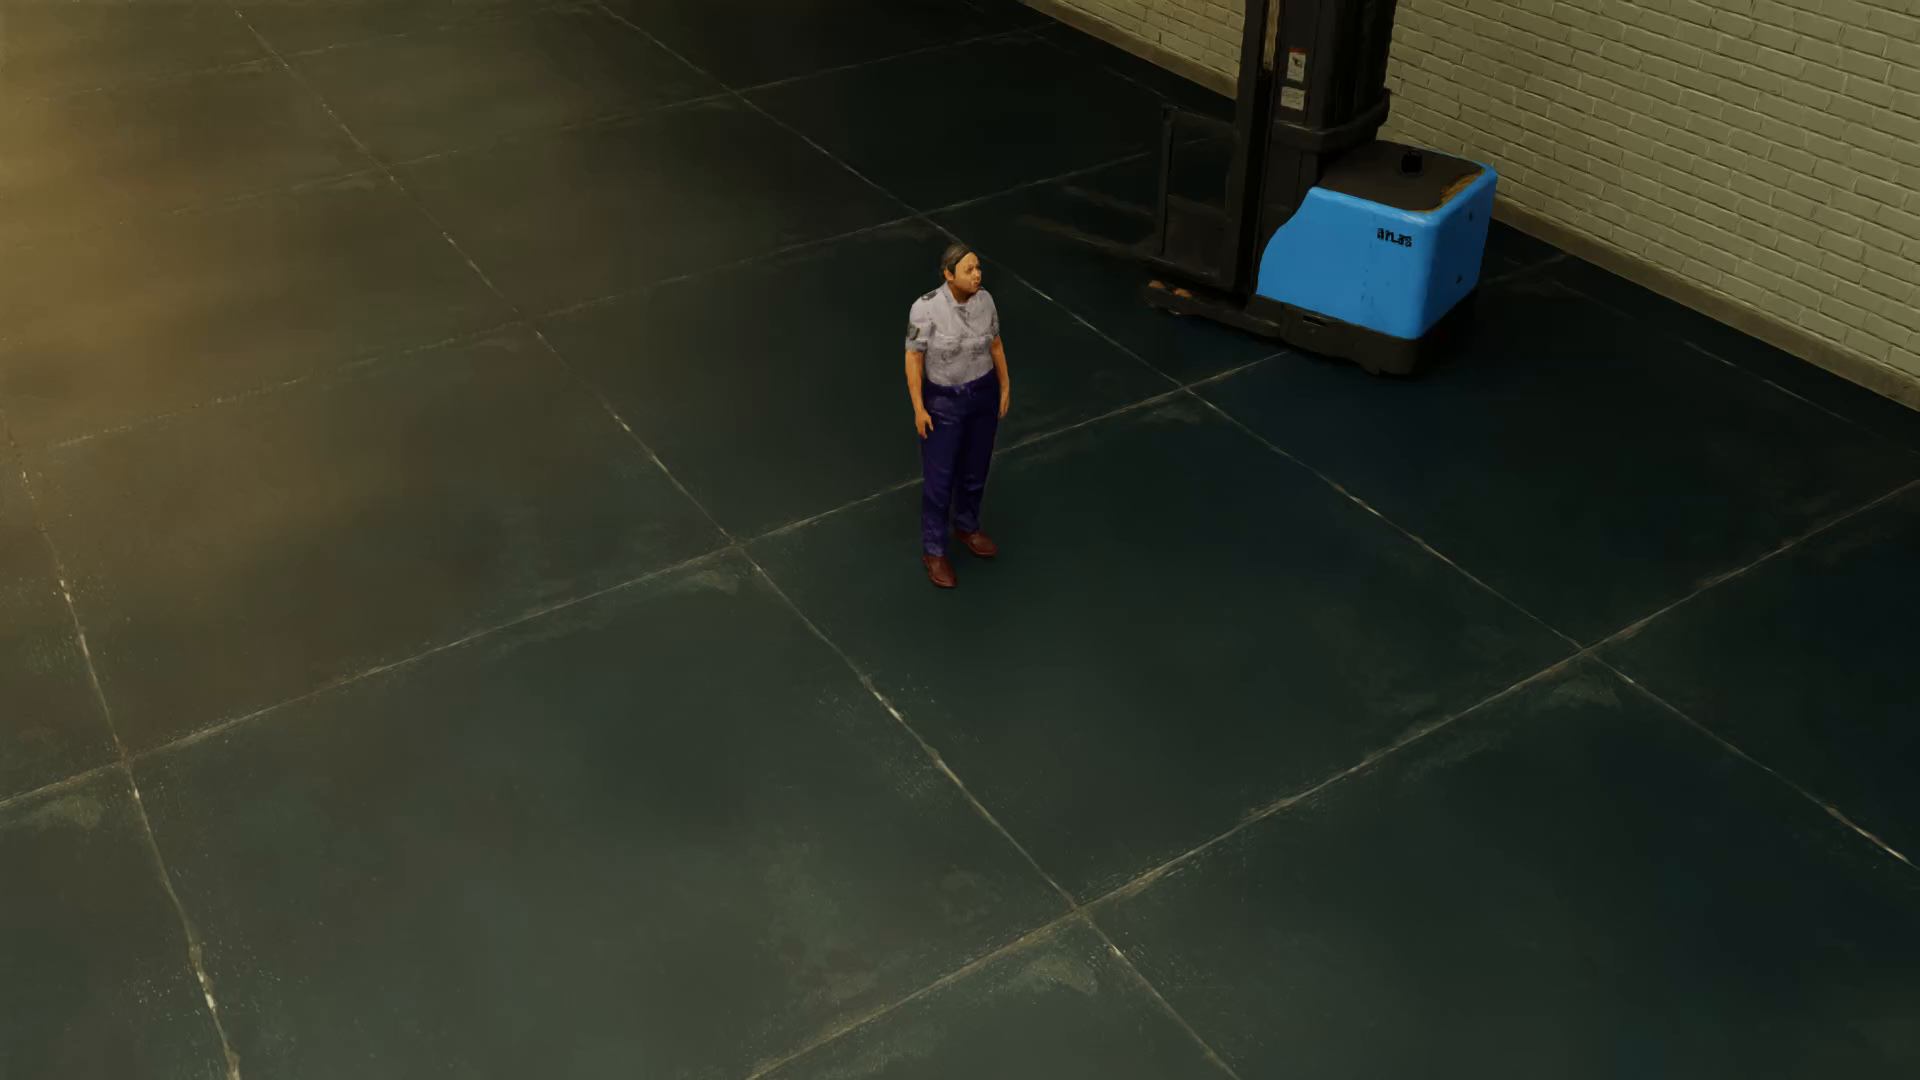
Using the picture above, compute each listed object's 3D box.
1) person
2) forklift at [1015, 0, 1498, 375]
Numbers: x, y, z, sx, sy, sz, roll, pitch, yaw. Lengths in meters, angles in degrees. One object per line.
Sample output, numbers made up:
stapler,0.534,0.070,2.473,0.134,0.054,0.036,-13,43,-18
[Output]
person,0.030,-0.626,8.150,0.599,1.642,0.502,-21,40,-27
forklift,1.786,-2.868,10.230,3.031,2.935,1.130,23,41,29
